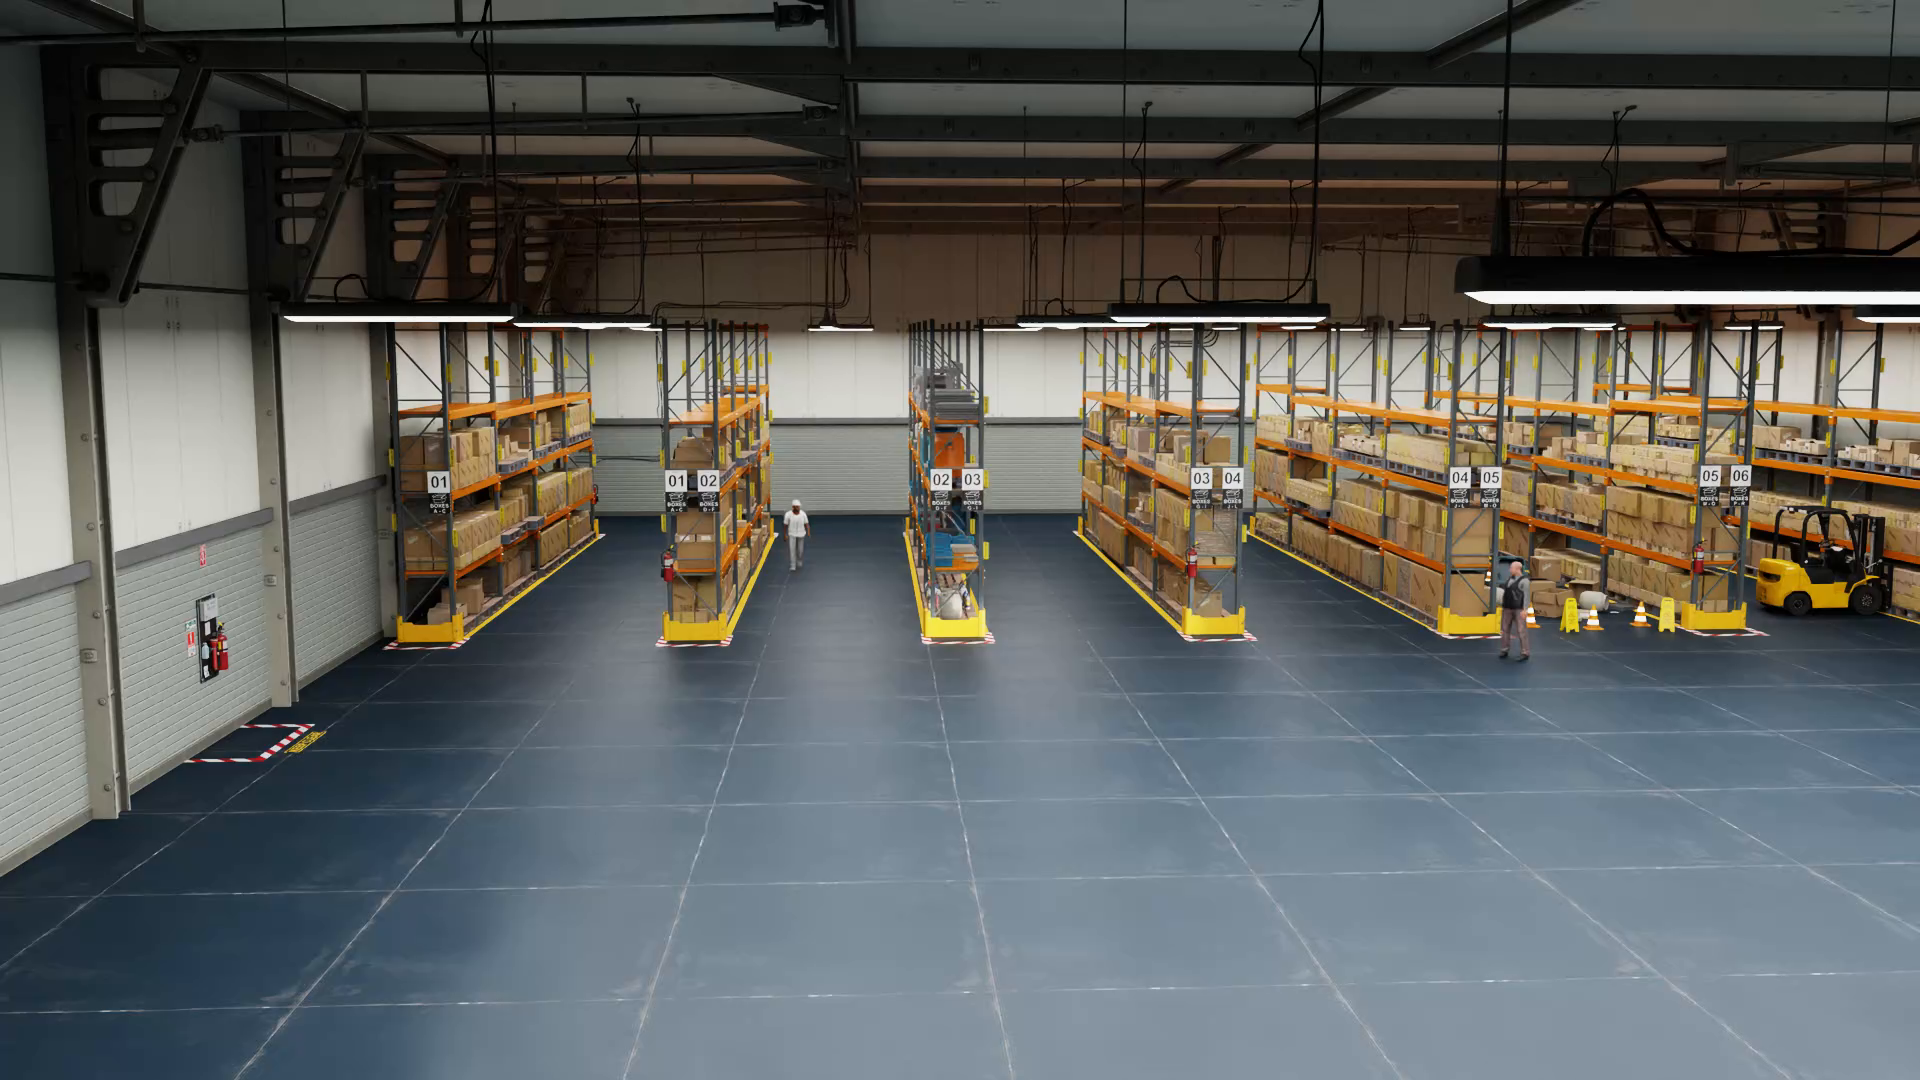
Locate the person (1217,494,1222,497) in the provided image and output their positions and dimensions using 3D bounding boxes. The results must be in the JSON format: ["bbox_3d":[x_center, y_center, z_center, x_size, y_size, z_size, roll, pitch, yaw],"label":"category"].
[{"bbox_3d":[7.326,-1.086,48.130,0.616,1.726,1.042,4,8,30],"label":"person"}]

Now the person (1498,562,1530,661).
[{"bbox_3d":[9.802,1.242,29.412,0.429,1.715,0.585,-6,9,-38],"label":"person"}]

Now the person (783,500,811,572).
[{"bbox_3d":[-3.958,-0.120,40.342,0.676,1.715,1.058,-1,7,-5],"label":"person"}]
